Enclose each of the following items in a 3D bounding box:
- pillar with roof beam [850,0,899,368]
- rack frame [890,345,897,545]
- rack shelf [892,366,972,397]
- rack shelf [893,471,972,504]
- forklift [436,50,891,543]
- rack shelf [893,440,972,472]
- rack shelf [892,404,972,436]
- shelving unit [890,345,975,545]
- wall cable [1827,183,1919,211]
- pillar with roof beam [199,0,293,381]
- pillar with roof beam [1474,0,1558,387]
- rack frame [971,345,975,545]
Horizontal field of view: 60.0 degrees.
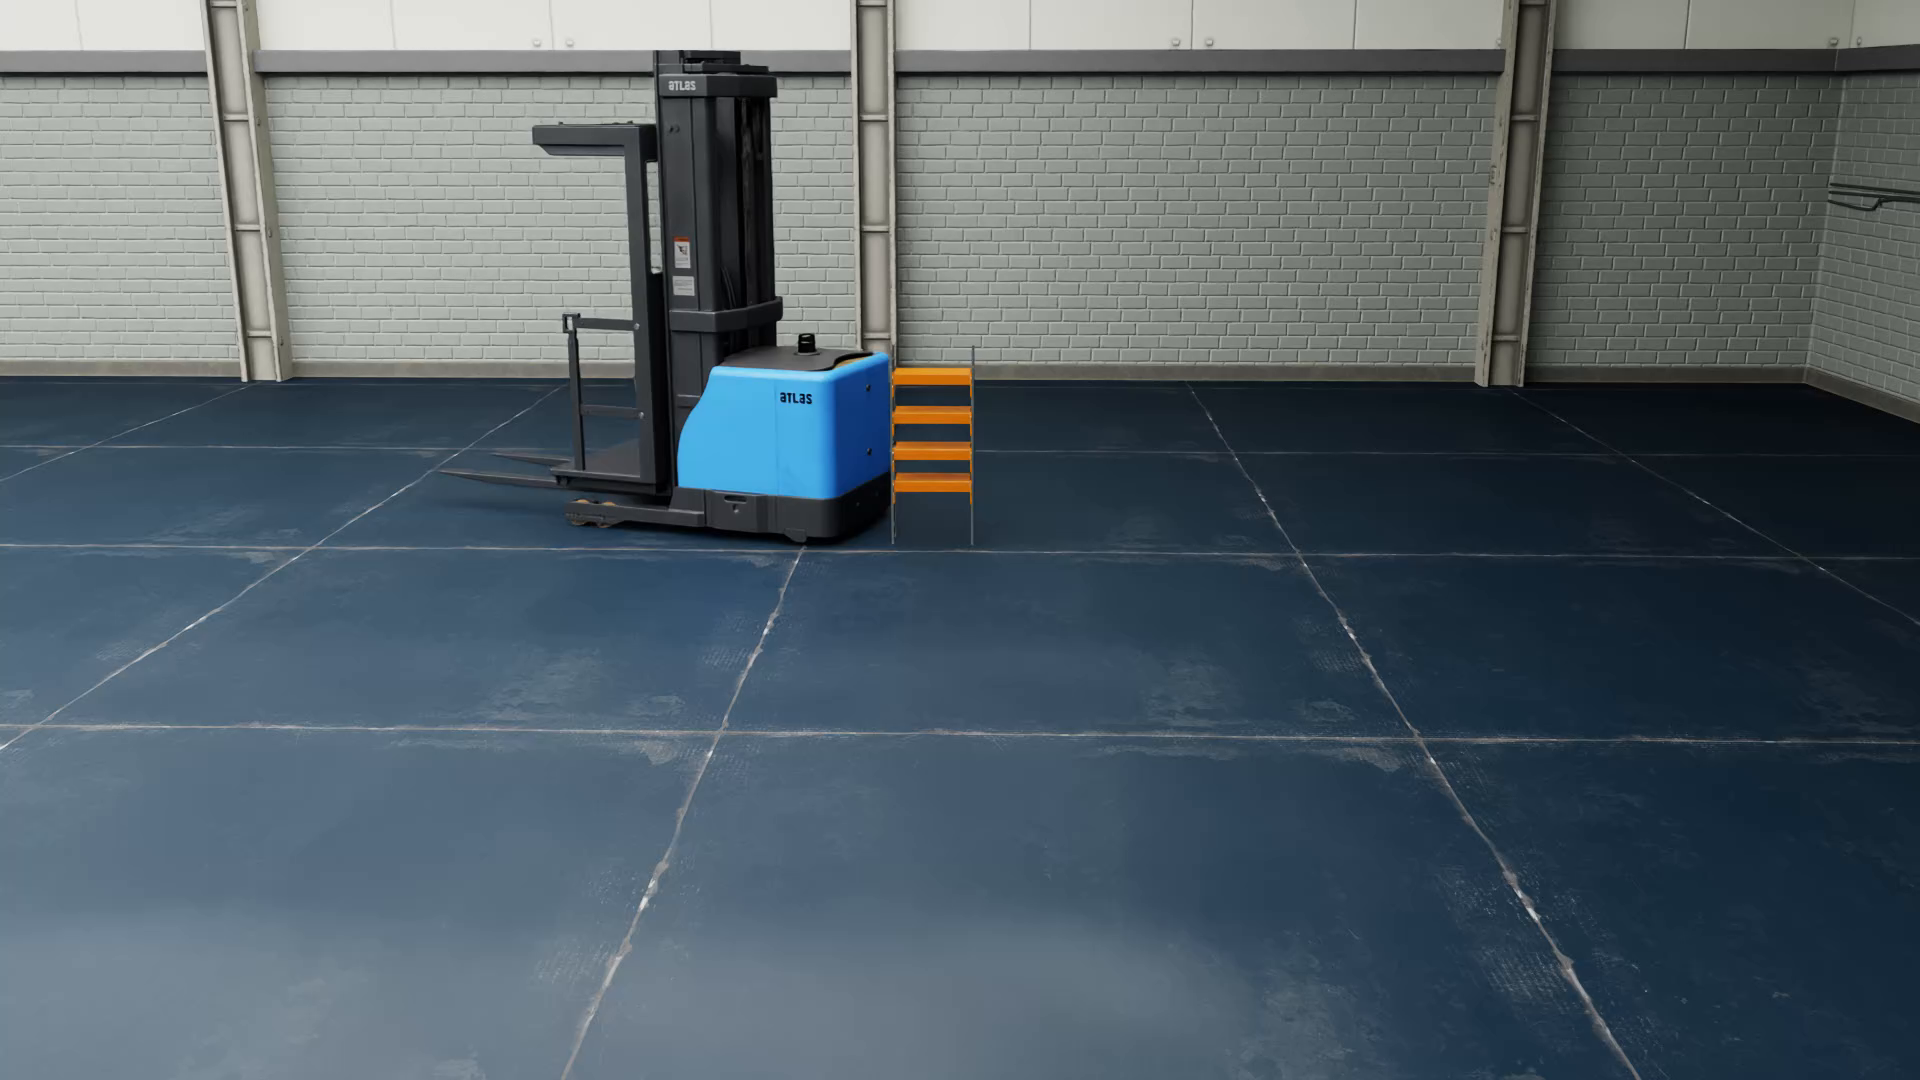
[{"bbox_3d":[-0.911,-4.799,10.888,0.400,9.000,9.100,0,15,1],"label":"pillar with roof beam"},{"bbox_3d":[-0.409,-0.583,10.197,0.015,1.200,0.240,0,15,1],"label":"rack frame"},{"bbox_3d":[-0.165,-0.961,10.091,0.480,0.148,0.258,0,15,1],"label":"rack shelf"},{"bbox_3d":[-0.165,-0.324,10.259,0.480,0.148,0.258,0,15,1],"label":"rack shelf"},{"bbox_3d":[-2.006,-1.613,10.707,3.031,2.935,1.130,5,16,20],"label":"forklift"},{"bbox_3d":[-0.165,-0.516,10.208,0.480,0.148,0.258,0,15,1],"label":"rack shelf"},{"bbox_3d":[-0.165,-0.732,10.151,0.480,0.148,0.258,0,15,1],"label":"rack shelf"},{"bbox_3d":[-0.165,-0.581,10.191,0.503,1.200,0.258,0,15,1],"label":"shelving unit"},{"bbox_3d":[8.109,-4.000,13.946,0.112,2.526,3.097,0,15,1],"label":"wall cable"},{"bbox_3d":[-6.909,-4.838,11.036,0.400,9.000,9.100,0,15,1],"label":"pillar with roof beam"},{"bbox_3d":[5.087,-4.760,10.740,0.400,9.000,9.100,0,15,1],"label":"pillar with roof beam"},{"bbox_3d":[0.078,-0.580,10.185,0.015,1.200,0.240,0,15,1],"label":"rack frame"}]
